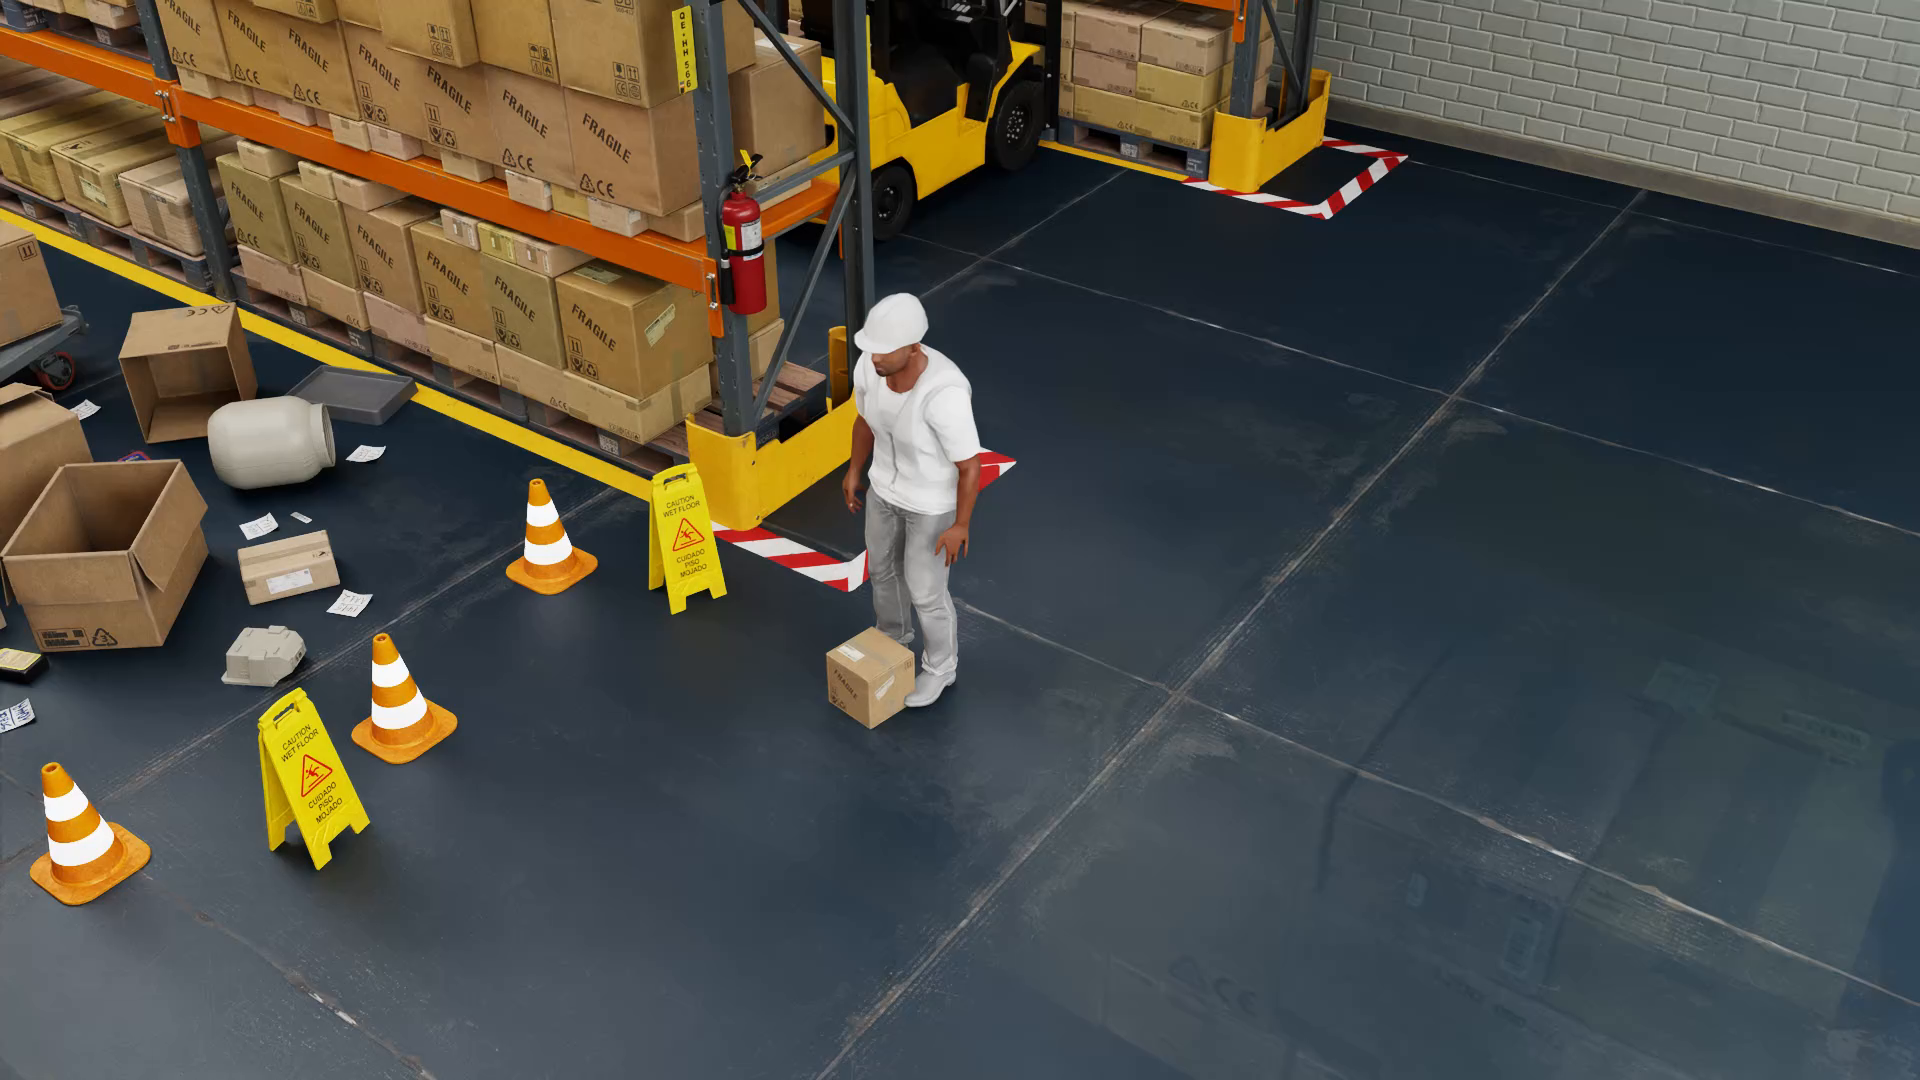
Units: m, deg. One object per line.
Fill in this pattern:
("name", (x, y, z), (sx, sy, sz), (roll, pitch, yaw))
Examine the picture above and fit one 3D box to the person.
("person", (-0.199, -0.161, 6.362), (0.637, 1.761, 0.460), (29, 44, 36))
